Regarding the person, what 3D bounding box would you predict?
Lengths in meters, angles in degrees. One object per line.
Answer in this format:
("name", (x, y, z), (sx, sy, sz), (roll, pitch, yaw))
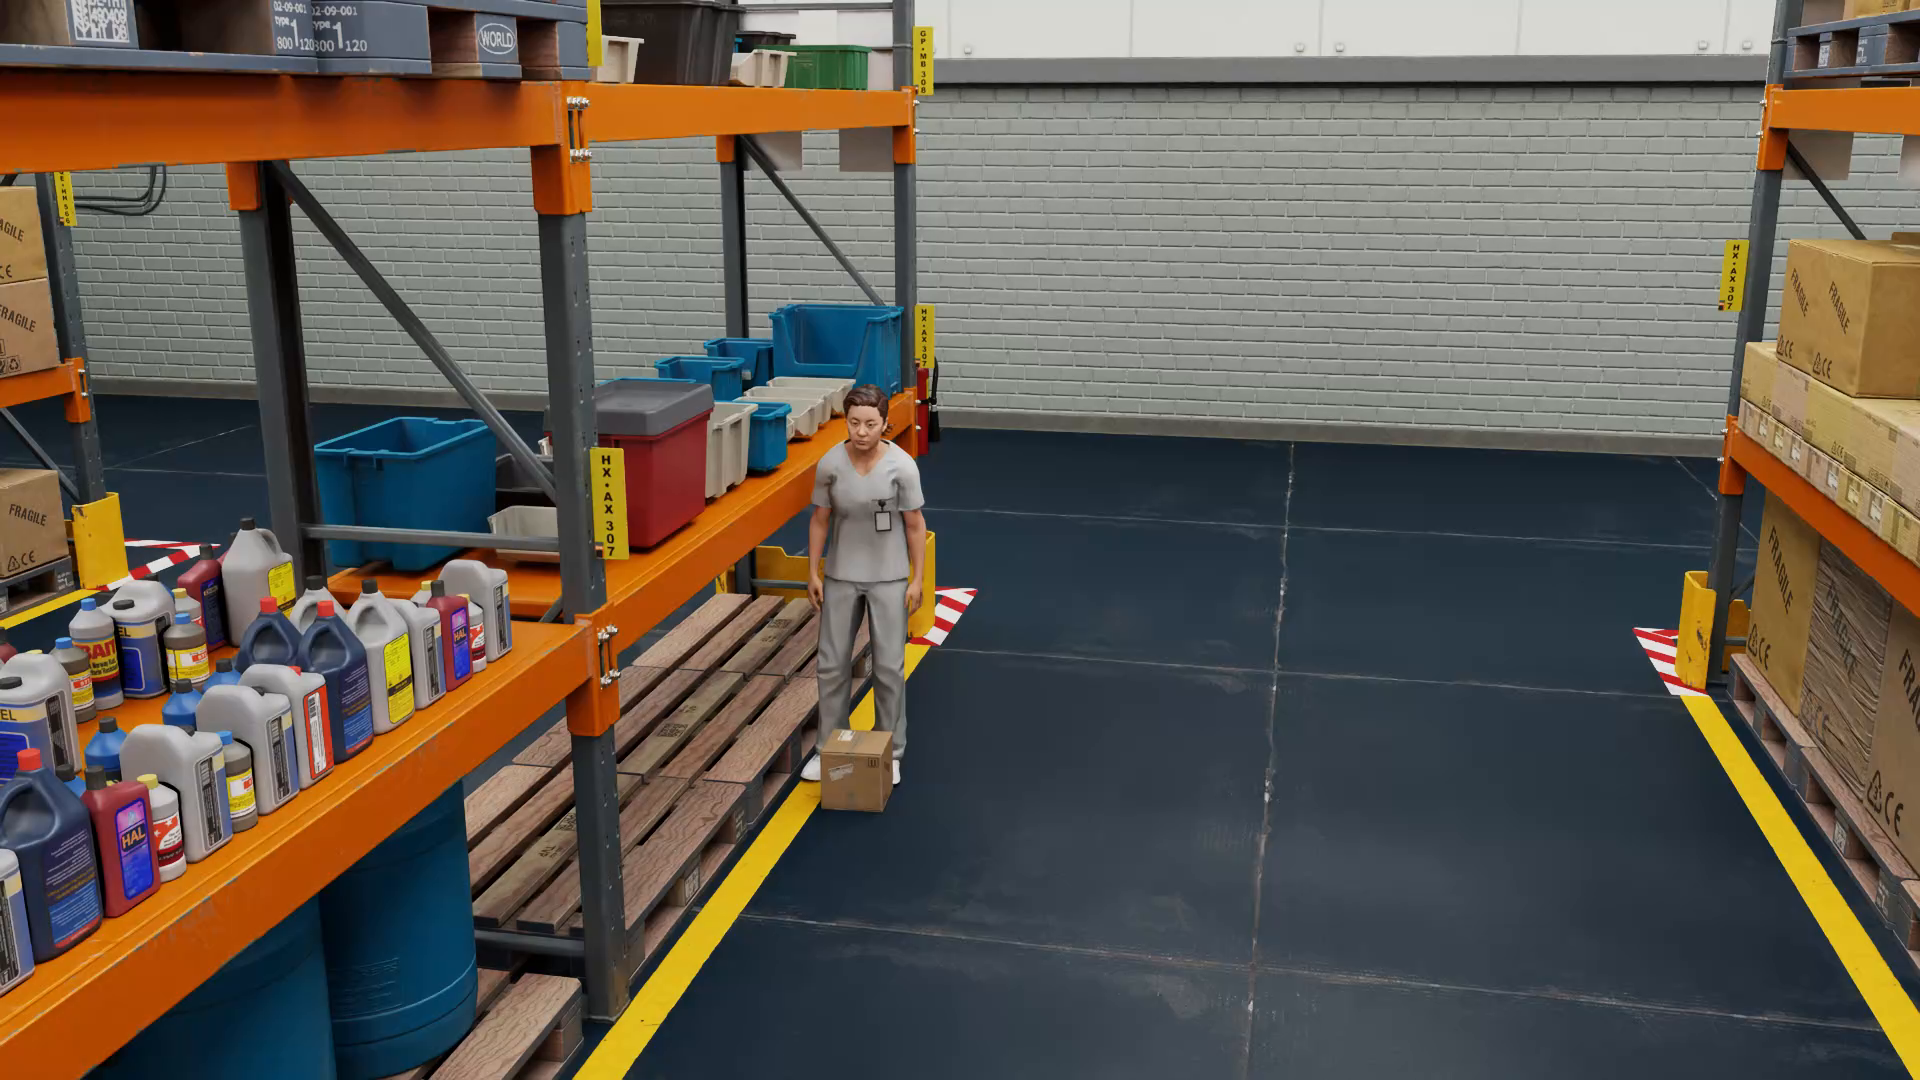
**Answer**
("person", (-0.397, 0.177, 6.844), (0.513, 1.671, 0.365), (2, 15, 8))
